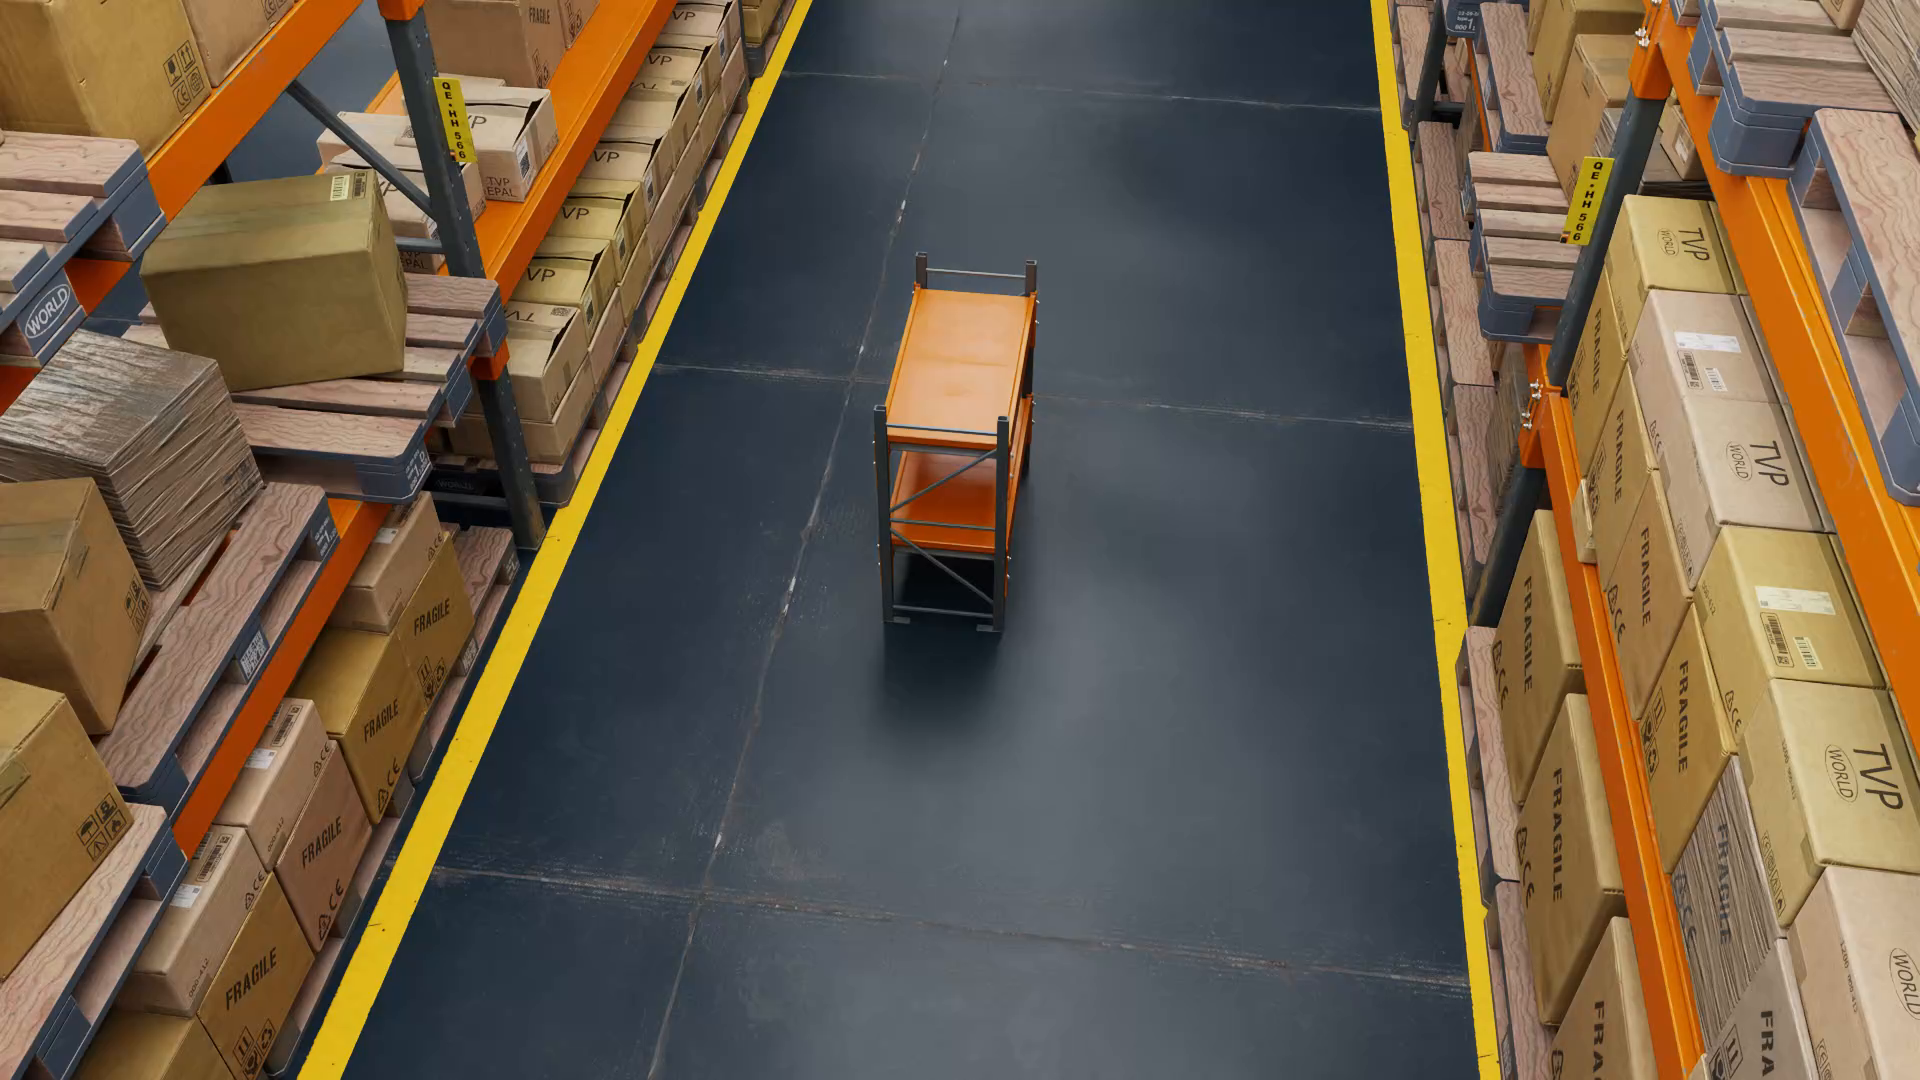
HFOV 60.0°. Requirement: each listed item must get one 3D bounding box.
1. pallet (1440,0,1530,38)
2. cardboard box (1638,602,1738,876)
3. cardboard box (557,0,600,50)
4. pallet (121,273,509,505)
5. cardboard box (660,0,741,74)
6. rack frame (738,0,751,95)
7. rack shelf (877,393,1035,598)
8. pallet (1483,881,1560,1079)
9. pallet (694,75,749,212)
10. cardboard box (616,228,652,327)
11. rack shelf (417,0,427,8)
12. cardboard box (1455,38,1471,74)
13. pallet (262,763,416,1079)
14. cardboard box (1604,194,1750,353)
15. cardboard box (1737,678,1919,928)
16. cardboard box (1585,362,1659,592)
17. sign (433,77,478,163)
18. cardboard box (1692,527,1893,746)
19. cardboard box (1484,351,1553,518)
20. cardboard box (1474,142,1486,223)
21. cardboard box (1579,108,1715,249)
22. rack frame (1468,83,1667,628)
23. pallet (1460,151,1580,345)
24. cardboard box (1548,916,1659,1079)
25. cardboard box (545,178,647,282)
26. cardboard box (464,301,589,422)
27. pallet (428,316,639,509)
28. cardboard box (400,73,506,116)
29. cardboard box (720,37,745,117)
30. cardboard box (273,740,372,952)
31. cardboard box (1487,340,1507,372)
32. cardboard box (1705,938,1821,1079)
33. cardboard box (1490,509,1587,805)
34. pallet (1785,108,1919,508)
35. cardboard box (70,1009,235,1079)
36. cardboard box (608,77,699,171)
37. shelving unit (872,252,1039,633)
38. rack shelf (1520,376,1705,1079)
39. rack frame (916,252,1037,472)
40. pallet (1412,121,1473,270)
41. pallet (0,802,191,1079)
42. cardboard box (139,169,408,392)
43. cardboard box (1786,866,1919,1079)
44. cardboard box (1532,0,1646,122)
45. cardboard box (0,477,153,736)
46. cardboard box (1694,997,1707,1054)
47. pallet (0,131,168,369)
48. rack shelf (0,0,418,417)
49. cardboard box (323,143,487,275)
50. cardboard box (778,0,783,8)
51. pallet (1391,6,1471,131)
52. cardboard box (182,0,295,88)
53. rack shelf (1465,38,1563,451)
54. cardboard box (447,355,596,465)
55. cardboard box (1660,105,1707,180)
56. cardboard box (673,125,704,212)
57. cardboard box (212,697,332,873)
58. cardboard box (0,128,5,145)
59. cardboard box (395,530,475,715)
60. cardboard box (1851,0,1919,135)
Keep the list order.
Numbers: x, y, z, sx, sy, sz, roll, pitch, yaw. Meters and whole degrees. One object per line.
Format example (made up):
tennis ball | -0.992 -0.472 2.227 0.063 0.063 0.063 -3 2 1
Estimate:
pallet | 2.881 -2.824 8.190 1.003 0.211 1.213 5 44 6
cardboard box | 2.074 0.531 4.204 0.500 0.500 0.500 6 44 7
cardboard box | -2.038 -2.663 7.808 0.500 0.500 0.500 5 44 6
pallet | -2.333 -0.585 5.825 1.213 0.211 1.003 5 44 6
cardboard box | -1.553 -2.904 9.422 0.500 0.311 0.500 5 44 6
rack frame | -1.784 -3.849 9.133 1.000 3.000 0.127 5 44 6
rack shelf | -0.001 -0.226 7.026 0.538 0.278 1.000 5 44 6
pallet | 2.255 1.697 5.304 1.003 0.211 1.213 5 44 6
pallet | -1.843 -2.330 9.558 1.003 0.211 1.213 5 44 6
cardboard box | -1.824 -1.304 8.140 0.500 0.250 0.500 4 44 4
rack shelf | -2.049 -3.314 6.909 1.077 0.370 4.000 5 44 6
cardboard box | 3.168 -2.899 9.871 0.380 0.166 0.250 0 43 0
pallet | -2.613 1.224 5.803 1.003 0.211 1.213 5 44 6
cardboard box | 2.278 -0.793 5.057 0.500 0.250 0.500 6 44 7
cardboard box | 2.022 0.591 3.596 0.500 0.250 0.500 6 44 6
cardboard box | 2.201 -0.163 4.936 0.500 0.500 0.500 7 44 7
sign | -1.774 -1.471 5.838 0.100 0.325 0.005 5 44 6
cardboard box | 2.088 0.243 3.962 0.500 0.250 0.500 4 44 5
cardboard box | 2.641 -0.422 7.012 0.700 0.500 0.500 6 44 6
cardboard box | 3.027 -1.793 8.460 0.700 0.500 0.500 4 44 5
cardboard box | 2.650 -1.192 5.935 0.700 0.500 0.500 1 43 1
rack frame | 2.598 -0.675 5.781 1.000 3.000 0.127 5 44 6
pallet | 2.586 -1.101 6.370 1.213 0.211 1.003 5 44 6
cardboard box | 2.141 1.618 4.617 0.750 0.750 0.750 6 44 7
cardboard box | -1.822 -1.517 7.957 0.500 0.311 0.500 4 44 4
cardboard box | -1.953 -0.811 7.211 0.500 0.311 0.500 7 44 7
pallet | -2.165 -0.668 7.801 1.003 0.211 1.213 5 44 6
cardboard box | -2.200 -1.906 7.264 0.380 0.149 0.250 8 44 9
cardboard box | -1.552 -2.694 9.608 0.500 0.250 0.500 5 44 5
cardboard box | -2.336 0.995 5.516 0.500 0.500 0.500 4 44 4
cardboard box | 2.862 -1.104 7.732 0.700 0.500 0.500 5 44 5
cardboard box | 1.938 1.214 3.483 0.500 0.500 0.500 6 44 6
cardboard box | 2.370 0.442 5.859 0.750 0.750 0.750 5 44 5
pallet | 2.420 -0.489 3.541 1.003 0.211 1.213 7 44 7
cardboard box | -2.477 1.679 4.793 0.500 0.500 0.500 6 44 6
cardboard box | -1.684 -2.209 8.688 0.500 0.311 0.500 5 44 5
shelving unit | -0.001 -0.404 6.858 0.538 1.125 1.048 5 44 6
rack shelf | 2.333 0.949 4.589 1.077 0.370 4.000 5 44 6
rack frame | 0.066 -0.750 7.224 0.500 1.125 0.032 5 44 6
pallet | 3.025 -1.858 9.058 1.003 0.211 1.213 5 44 6
pallet | -2.628 1.139 4.006 1.003 0.211 1.213 5 44 6
cardboard box | -2.284 -0.872 5.611 0.700 0.500 0.500 -8 44 -9
cardboard box | 1.954 0.938 3.229 0.500 0.250 0.500 6 44 6
cardboard box | 2.793 -2.043 6.834 0.700 0.500 0.500 5 44 6
cardboard box | -2.669 0.205 4.474 0.700 0.500 0.500 -5 44 -5
cardboard box | 1.997 1.187 3.983 0.380 0.149 0.250 5 44 6
pallet | -2.552 -0.563 3.618 1.213 0.211 1.003 5 44 6
rack shelf | -2.577 -0.588 4.030 1.077 0.370 4.000 5 44 6
cardboard box | -2.222 -1.334 6.542 0.500 0.311 0.500 8 44 8
cardboard box | -1.351 -3.631 10.598 0.500 0.250 0.500 5 44 6
pallet | 3.180 -2.849 10.106 1.003 0.211 1.213 5 44 6
cardboard box | -2.405 -1.600 4.504 0.910 0.500 0.500 5 44 6
rack shelf | 2.862 -1.777 7.468 1.077 0.370 4.000 5 44 6
cardboard box | -1.953 -0.607 7.404 0.500 0.250 0.500 5 44 5
cardboard box | 2.614 -1.344 5.624 0.380 0.149 0.250 0 43 0
cardboard box | -1.687 -2.000 8.876 0.500 0.250 0.500 6 44 6
cardboard box | -2.338 0.748 5.231 0.500 0.250 0.500 4 44 5
cardboard box | -2.529 -0.957 3.446 0.600 0.600 0.600 4 44 4
cardboard box | -2.204 0.284 6.266 0.500 0.500 0.500 7 44 7
cardboard box | 2.573 -1.259 3.823 0.700 0.500 0.500 3 44 3
